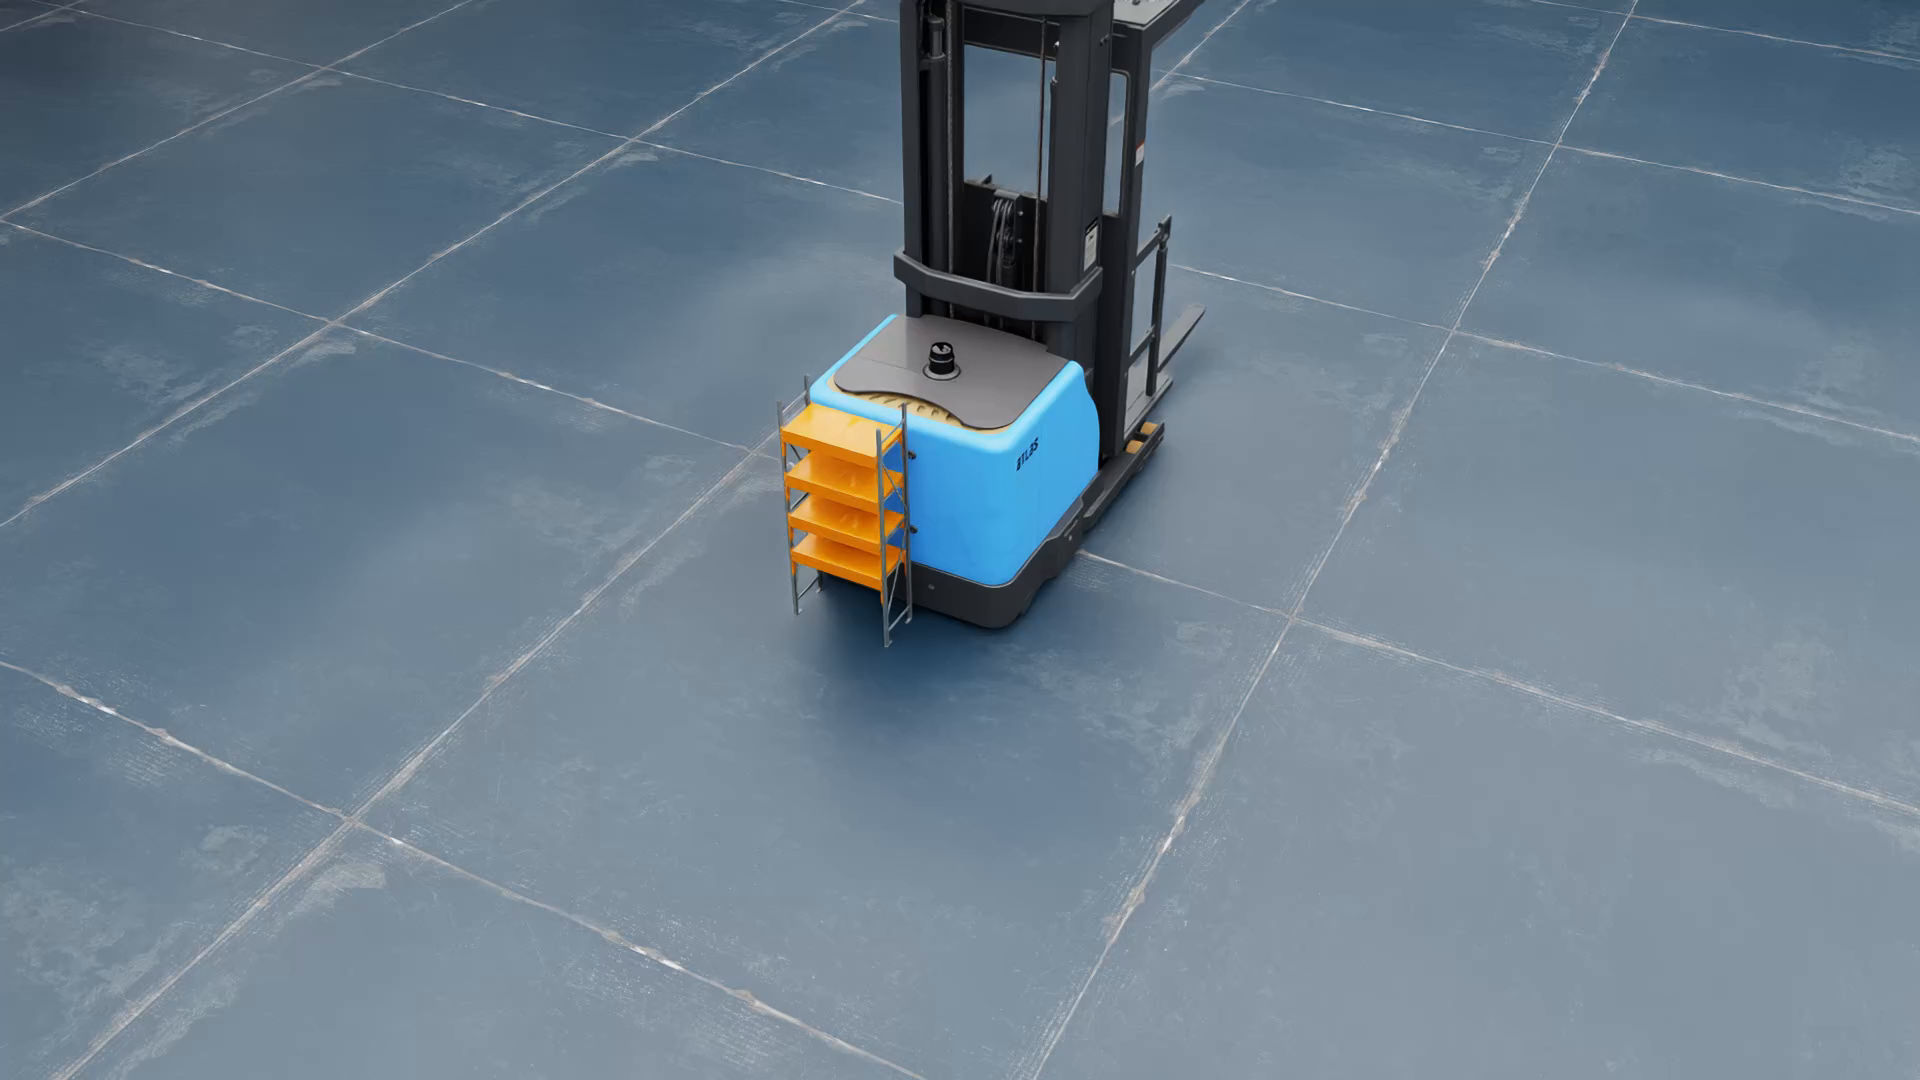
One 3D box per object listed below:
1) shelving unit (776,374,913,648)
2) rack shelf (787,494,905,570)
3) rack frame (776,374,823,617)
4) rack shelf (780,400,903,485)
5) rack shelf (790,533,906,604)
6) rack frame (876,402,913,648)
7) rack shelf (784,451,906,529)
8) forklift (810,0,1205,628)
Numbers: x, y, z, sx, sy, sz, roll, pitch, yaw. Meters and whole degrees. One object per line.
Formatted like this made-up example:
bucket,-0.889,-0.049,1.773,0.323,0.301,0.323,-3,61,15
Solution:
shelving unit,-0.502,-0.114,7.425,0.503,1.200,0.258,18,41,22
rack shelf,-0.502,-0.060,7.466,0.480,0.148,0.258,18,41,22
rack frame,-0.718,-0.182,7.515,0.015,1.200,0.240,18,41,22
rack shelf,-0.503,-0.425,7.186,0.480,0.148,0.258,18,41,22
rack shelf,-0.501,0.097,7.587,0.480,0.148,0.258,18,41,22
rack frame,-0.286,-0.045,7.335,0.015,1.200,0.240,18,41,22
rack shelf,-0.503,-0.237,7.330,0.480,0.148,0.258,18,41,22
forklift,0.436,-1.642,8.008,1.130,2.935,3.031,18,41,22
